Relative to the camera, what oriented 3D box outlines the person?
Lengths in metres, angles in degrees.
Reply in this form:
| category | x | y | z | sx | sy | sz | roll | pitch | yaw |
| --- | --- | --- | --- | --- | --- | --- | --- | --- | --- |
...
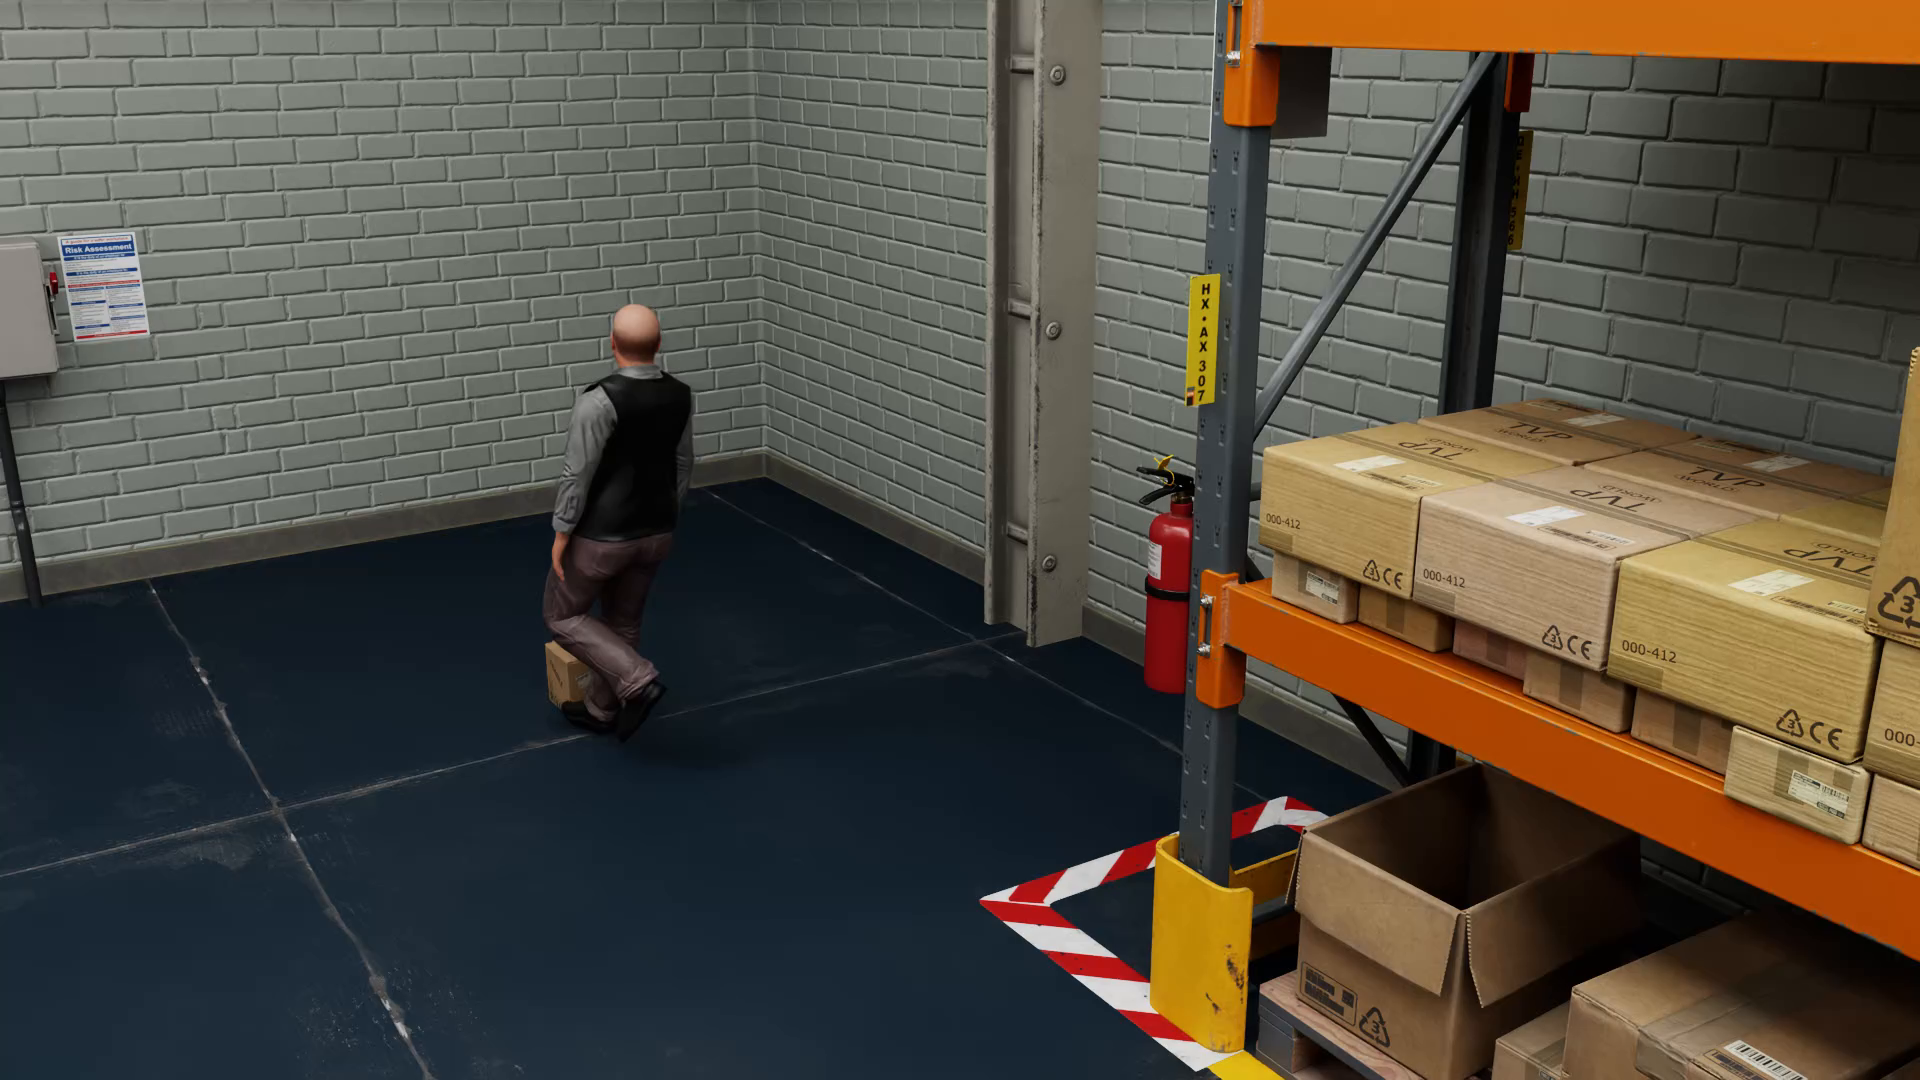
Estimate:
| category | x | y | z | sx | sy | sz | roll | pitch | yaw |
| --- | --- | --- | --- | --- | --- | --- | --- | --- | --- |
| person | -1.323 | -0.002 | 6.244 | 0.700 | 1.607 | 0.603 | 15 | 23 | 39 |
